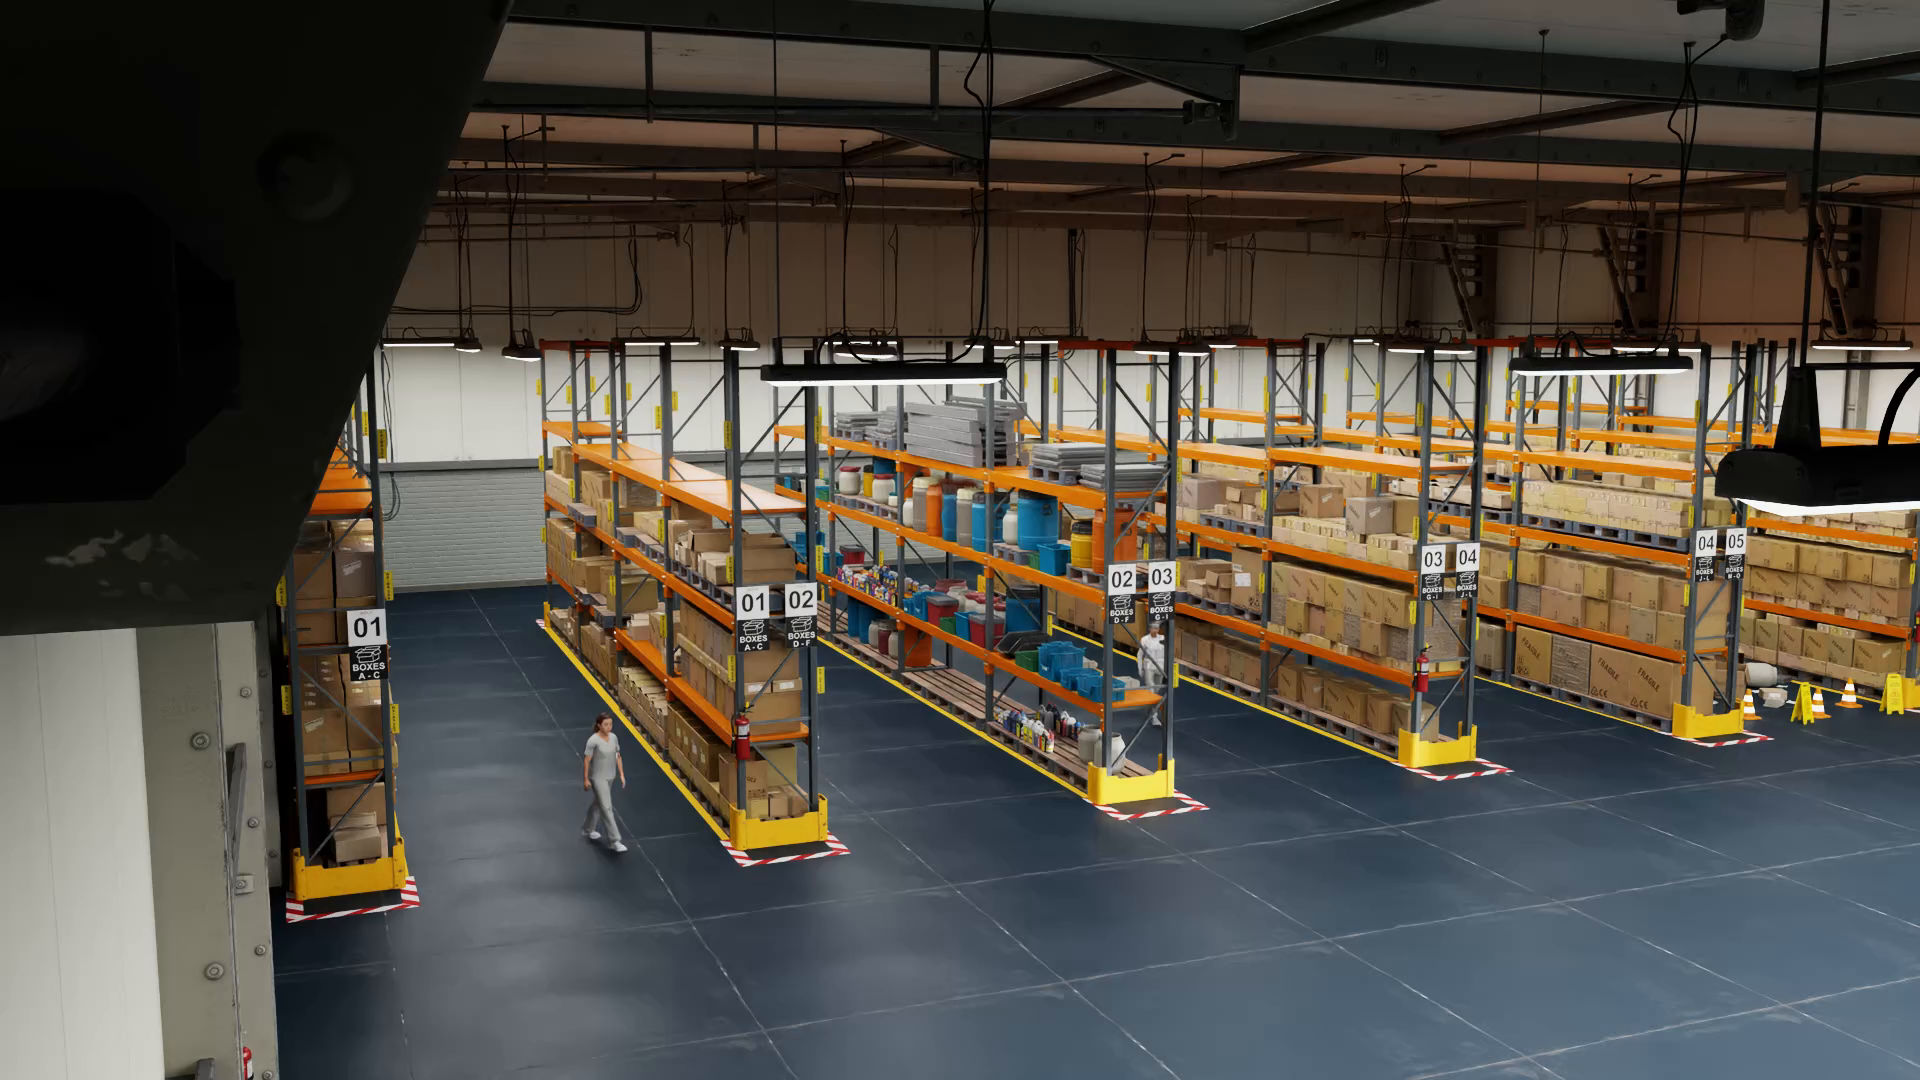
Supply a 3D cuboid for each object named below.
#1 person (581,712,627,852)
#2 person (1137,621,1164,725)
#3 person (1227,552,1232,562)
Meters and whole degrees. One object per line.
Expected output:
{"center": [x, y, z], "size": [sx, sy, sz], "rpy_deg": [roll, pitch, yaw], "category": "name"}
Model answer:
{"center": [-4.293, 2.888, 20.160], "size": [0.974, 1.618, 0.479], "rpy_deg": [5, 9, 31], "category": "person"}
{"center": [3.116, 2.065, 26.457], "size": [0.501, 1.630, 0.948], "rpy_deg": [-1, 8, -9], "category": "person"}
{"center": [7.178, -0.071, 43.362], "size": [0.482, 1.584, 0.457], "rpy_deg": [7, 10, 44], "category": "person"}
